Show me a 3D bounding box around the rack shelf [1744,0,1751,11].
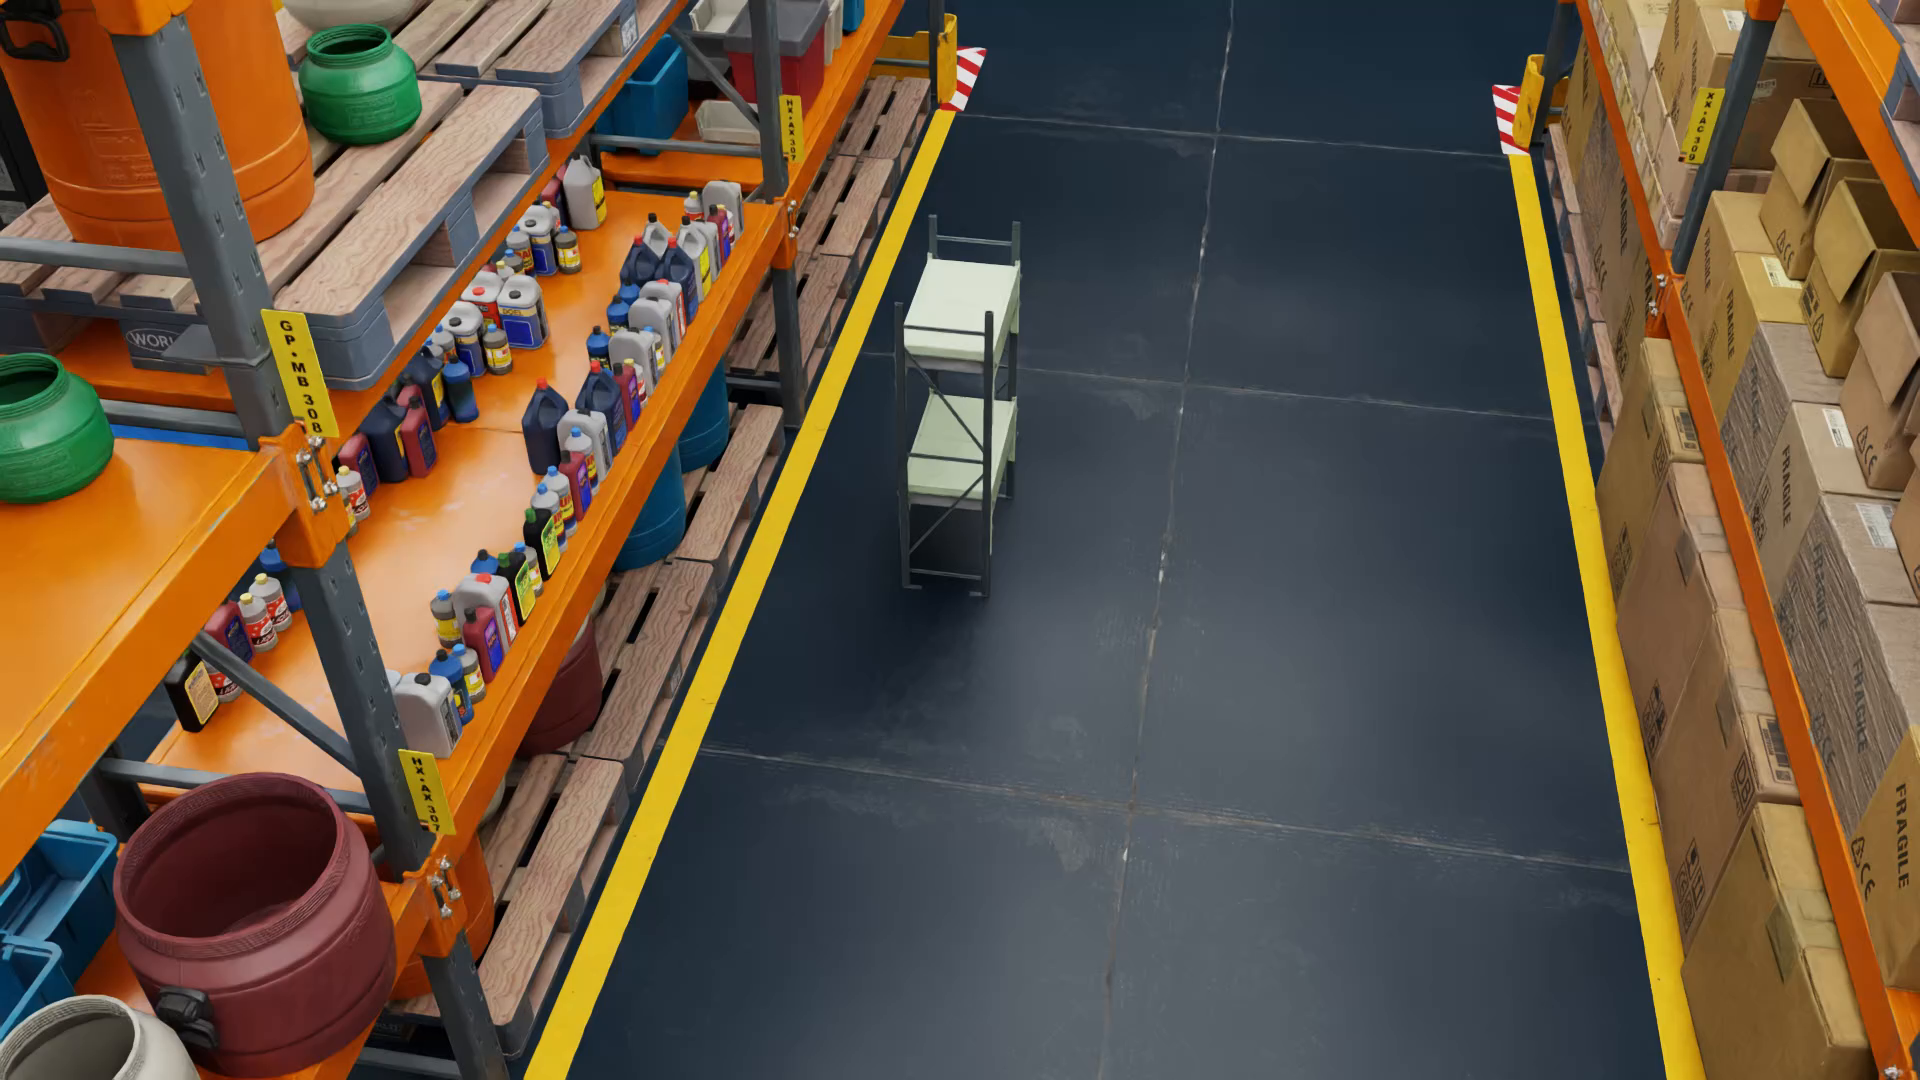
[{"bbox_3d":[3.924,-3.402,7.818,1.077,0.370,4.000,6,40,8],"label":"rack shelf"}]

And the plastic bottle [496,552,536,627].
[{"bbox_3d":[-1.451,0.136,5.420,0.061,0.283,0.133,6,40,8],"label":"plastic bottle"}]

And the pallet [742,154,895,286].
[{"bbox_3d":[-1.003,-1.973,10.067,1.003,0.211,1.213,6,40,8],"label":"pallet"}]

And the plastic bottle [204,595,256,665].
[{"bbox_3d":[-2.303,0.296,5.227,0.061,0.283,0.133,6,40,8],"label":"plastic bottle"}]

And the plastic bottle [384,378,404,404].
[{"bbox_3d":[-2.090,-0.476,6.161,0.061,0.283,0.133,6,40,8],"label":"plastic bottle"}]

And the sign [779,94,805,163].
[{"bbox_3d":[-0.759,-1.859,7.524,0.100,0.325,0.005,6,40,8],"label":"sign"}]

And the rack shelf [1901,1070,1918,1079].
[{"bbox_3d":[2.539,2.775,2.701,1.077,0.370,4.000,6,40,8],"label":"rack shelf"}]

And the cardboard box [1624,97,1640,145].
[{"bbox_3d":[3.485,-2.044,8.163,0.380,0.149,0.250,7,40,9],"label":"cardboard box"}]

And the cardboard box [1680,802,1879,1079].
[{"bbox_3d":[3.025,1.469,5.054,1.225,0.875,0.875,5,40,6],"label":"cardboard box"}]

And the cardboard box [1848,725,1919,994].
[{"bbox_3d":[2.727,0.867,4.366,0.500,0.500,0.500,8,40,9],"label":"cardboard box"}]

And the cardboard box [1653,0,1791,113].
[{"bbox_3d":[3.484,-2.245,7.504,0.500,0.500,0.500,7,40,8],"label":"cardboard box"}]

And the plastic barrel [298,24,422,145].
[{"bbox_3d":[-1.583,-1.201,4.384,0.294,0.245,0.294,0,40,0],"label":"plastic barrel"}]

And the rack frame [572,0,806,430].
[{"bbox_3d":[-1.301,-1.814,7.687,1.000,3.000,0.127,6,40,8],"label":"rack frame"}]

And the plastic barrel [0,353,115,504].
[{"bbox_3d":[-1.985,-0.239,3.550,0.294,0.245,0.294,0,40,0],"label":"plastic barrel"}]

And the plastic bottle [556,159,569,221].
[{"bbox_3d":[-1.784,-1.586,7.502,0.061,0.283,0.133,6,40,8],"label":"plastic bottle"}]

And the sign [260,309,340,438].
[{"bbox_3d":[-1.450,-0.363,3.660,0.100,0.325,0.005,6,40,8],"label":"sign"}]

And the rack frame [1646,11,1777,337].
[{"bbox_3d":[3.577,-1.268,7.026,1.000,3.000,0.127,6,40,8],"label":"rack frame"}]

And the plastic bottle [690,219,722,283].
[{"bbox_3d":[-1.114,-1.254,7.107,0.152,0.276,0.135,6,40,8],"label":"plastic bottle"}]

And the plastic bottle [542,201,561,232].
[{"bbox_3d":[-1.809,-1.396,7.337,0.097,0.201,0.097,0,40,0],"label":"plastic bottle"}]

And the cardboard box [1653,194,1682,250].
[{"bbox_3d":[3.308,-1.398,7.381,0.380,0.149,0.250,7,40,8],"label":"cardboard box"}]

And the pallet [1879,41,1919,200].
[{"bbox_3d":[3.135,-0.953,4.439,1.003,0.211,1.213,8,40,10],"label":"pallet"}]

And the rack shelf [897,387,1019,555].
[{"bbox_3d":[-0.001,-0.323,7.572,0.431,0.370,0.720,6,40,8],"label":"rack shelf"}]

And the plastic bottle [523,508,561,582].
[{"bbox_3d":[-1.412,-0.009,5.595,0.061,0.283,0.133,6,40,8],"label":"plastic bottle"}]

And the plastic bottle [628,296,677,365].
[{"bbox_3d":[-1.224,-0.853,6.622,0.152,0.276,0.135,6,40,8],"label":"plastic bottle"}]

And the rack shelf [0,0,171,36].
[{"bbox_3d":[-2.339,0.071,1.577,1.077,0.370,4.000,6,40,8],"label":"rack shelf"}]

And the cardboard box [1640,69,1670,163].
[{"bbox_3d":[3.483,-1.956,7.742,0.500,0.250,0.500,8,40,9],"label":"cardboard box"}]

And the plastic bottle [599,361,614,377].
[{"bbox_3d":[-1.341,-0.553,6.262,0.097,0.271,0.097,0,40,0],"label":"plastic bottle"}]

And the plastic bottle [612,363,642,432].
[{"bbox_3d":[-1.260,-0.560,6.262,0.061,0.283,0.133,6,40,8],"label":"plastic bottle"}]

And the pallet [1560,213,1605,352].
[{"bbox_3d":[3.995,-1.429,9.410,1.003,0.211,1.213,6,40,8],"label":"pallet"}]

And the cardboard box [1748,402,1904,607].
[{"bbox_3d":[2.994,-0.091,5.524,0.500,0.500,0.500,7,40,9],"label":"cardboard box"}]

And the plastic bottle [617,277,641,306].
[{"bbox_3d":[-1.327,-0.938,6.728,0.097,0.271,0.097,0,40,0],"label":"plastic bottle"}]

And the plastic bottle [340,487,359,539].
[{"bbox_3d":[-2.164,-0.110,5.781,0.097,0.201,0.097,0,40,0],"label":"plastic bottle"}]

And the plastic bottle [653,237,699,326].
[{"bbox_3d":[-1.170,-1.066,6.821,0.144,0.351,0.185,6,40,8],"label":"plastic bottle"}]

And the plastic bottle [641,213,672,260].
[{"bbox_3d":[-1.280,-1.198,6.980,0.144,0.351,0.185,6,40,8],"label":"plastic bottle"}]

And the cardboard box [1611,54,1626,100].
[{"bbox_3d":[3.575,-2.365,8.550,0.380,0.149,0.250,7,40,8],"label":"cardboard box"}]

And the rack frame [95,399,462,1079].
[{"bbox_3d":[-1.990,0.697,4.650,0.949,2.616,0.053,6,40,8],"label":"rack frame"}]

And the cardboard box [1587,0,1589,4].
[{"bbox_3d":[3.796,-3.173,9.528,0.380,0.149,0.250,6,40,7],"label":"cardboard box"}]

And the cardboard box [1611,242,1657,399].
[{"bbox_3d":[3.770,-1.016,8.060,0.875,0.875,0.875,6,40,8],"label":"cardboard box"}]

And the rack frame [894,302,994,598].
[{"bbox_3d":[-0.064,-0.344,7.086,0.400,1.500,0.023,6,40,8],"label":"rack frame"}]

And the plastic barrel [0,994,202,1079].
[{"bbox_3d":[-1.961,1.323,3.805,0.421,0.512,0.421,0,40,0],"label":"plastic barrel"}]

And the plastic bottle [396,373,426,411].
[{"bbox_3d":[-2.030,-0.470,6.153,0.061,0.283,0.133,6,40,8],"label":"plastic bottle"}]

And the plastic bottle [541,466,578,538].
[{"bbox_3d":[-1.393,-0.140,5.763,0.097,0.271,0.097,0,40,0],"label":"plastic bottle"}]

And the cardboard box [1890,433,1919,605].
[{"bbox_3d":[3.143,-0.048,4.685,0.797,0.503,0.637,7,40,9],"label":"cardboard box"}]

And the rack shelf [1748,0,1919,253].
[{"bbox_3d":[3.231,-0.891,4.781,1.077,0.370,4.000,6,40,8],"label":"rack shelf"}]

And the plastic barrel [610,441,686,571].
[{"bbox_3d":[-1.534,-0.383,7.273,0.600,0.901,0.708,6,40,8],"label":"plastic barrel"}]

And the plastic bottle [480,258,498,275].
[{"bbox_3d":[-1.938,-1.028,6.828,0.061,0.283,0.133,6,40,8],"label":"plastic bottle"}]

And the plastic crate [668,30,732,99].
[{"bbox_3d":[-6.571,-2.076,7.778,10.364,0.629,4.185,6,40,8],"label":"plastic crate"}]

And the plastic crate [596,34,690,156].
[{"bbox_3d":[-1.556,-2.161,8.072,0.392,0.384,0.575,6,40,8],"label":"plastic crate"}]

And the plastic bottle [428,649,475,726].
[{"bbox_3d":[-1.553,0.440,5.061,0.097,0.271,0.097,0,40,0],"label":"plastic bottle"}]

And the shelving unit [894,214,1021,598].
[{"bbox_3d":[-0.001,-0.574,7.364,0.431,1.500,0.755,6,40,8],"label":"shelving unit"}]

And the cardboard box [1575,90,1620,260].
[{"bbox_3d":[4.080,-2.139,9.418,0.875,0.875,0.875,6,40,8],"label":"cardboard box"}]

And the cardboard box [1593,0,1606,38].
[{"bbox_3d":[3.707,-2.850,9.137,0.380,0.149,0.250,6,40,7],"label":"cardboard box"}]

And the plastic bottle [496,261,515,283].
[{"bbox_3d":[-1.900,-1.067,6.939,0.097,0.201,0.097,0,40,0],"label":"plastic bottle"}]

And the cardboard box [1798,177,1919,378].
[{"bbox_3d":[3.345,-0.862,5.669,0.797,0.503,0.637,7,40,8],"label":"cardboard box"}]

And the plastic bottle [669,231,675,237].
[{"bbox_3d":[-1.240,-1.227,7.133,0.097,0.201,0.097,0,40,0],"label":"plastic bottle"}]

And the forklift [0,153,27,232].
[{"bbox_3d":[-4.456,-1.662,7.557,3.031,2.935,1.121,7,40,8],"label":"forklift"}]

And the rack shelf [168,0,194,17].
[{"bbox_3d":[-1.647,-2.439,4.614,1.077,0.370,4.000,6,40,8],"label":"rack shelf"}]

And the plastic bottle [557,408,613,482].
[{"bbox_3d":[-1.360,-0.362,6.028,0.152,0.276,0.135,6,40,8],"label":"plastic bottle"}]

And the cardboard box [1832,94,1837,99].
[{"bbox_3d":[3.912,-1.886,7.070,0.500,0.500,0.500,6,40,8],"label":"cardboard box"}]

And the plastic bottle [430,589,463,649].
[{"bbox_3d":[-1.646,0.245,5.353,0.097,0.201,0.097,0,40,0],"label":"plastic bottle"}]
